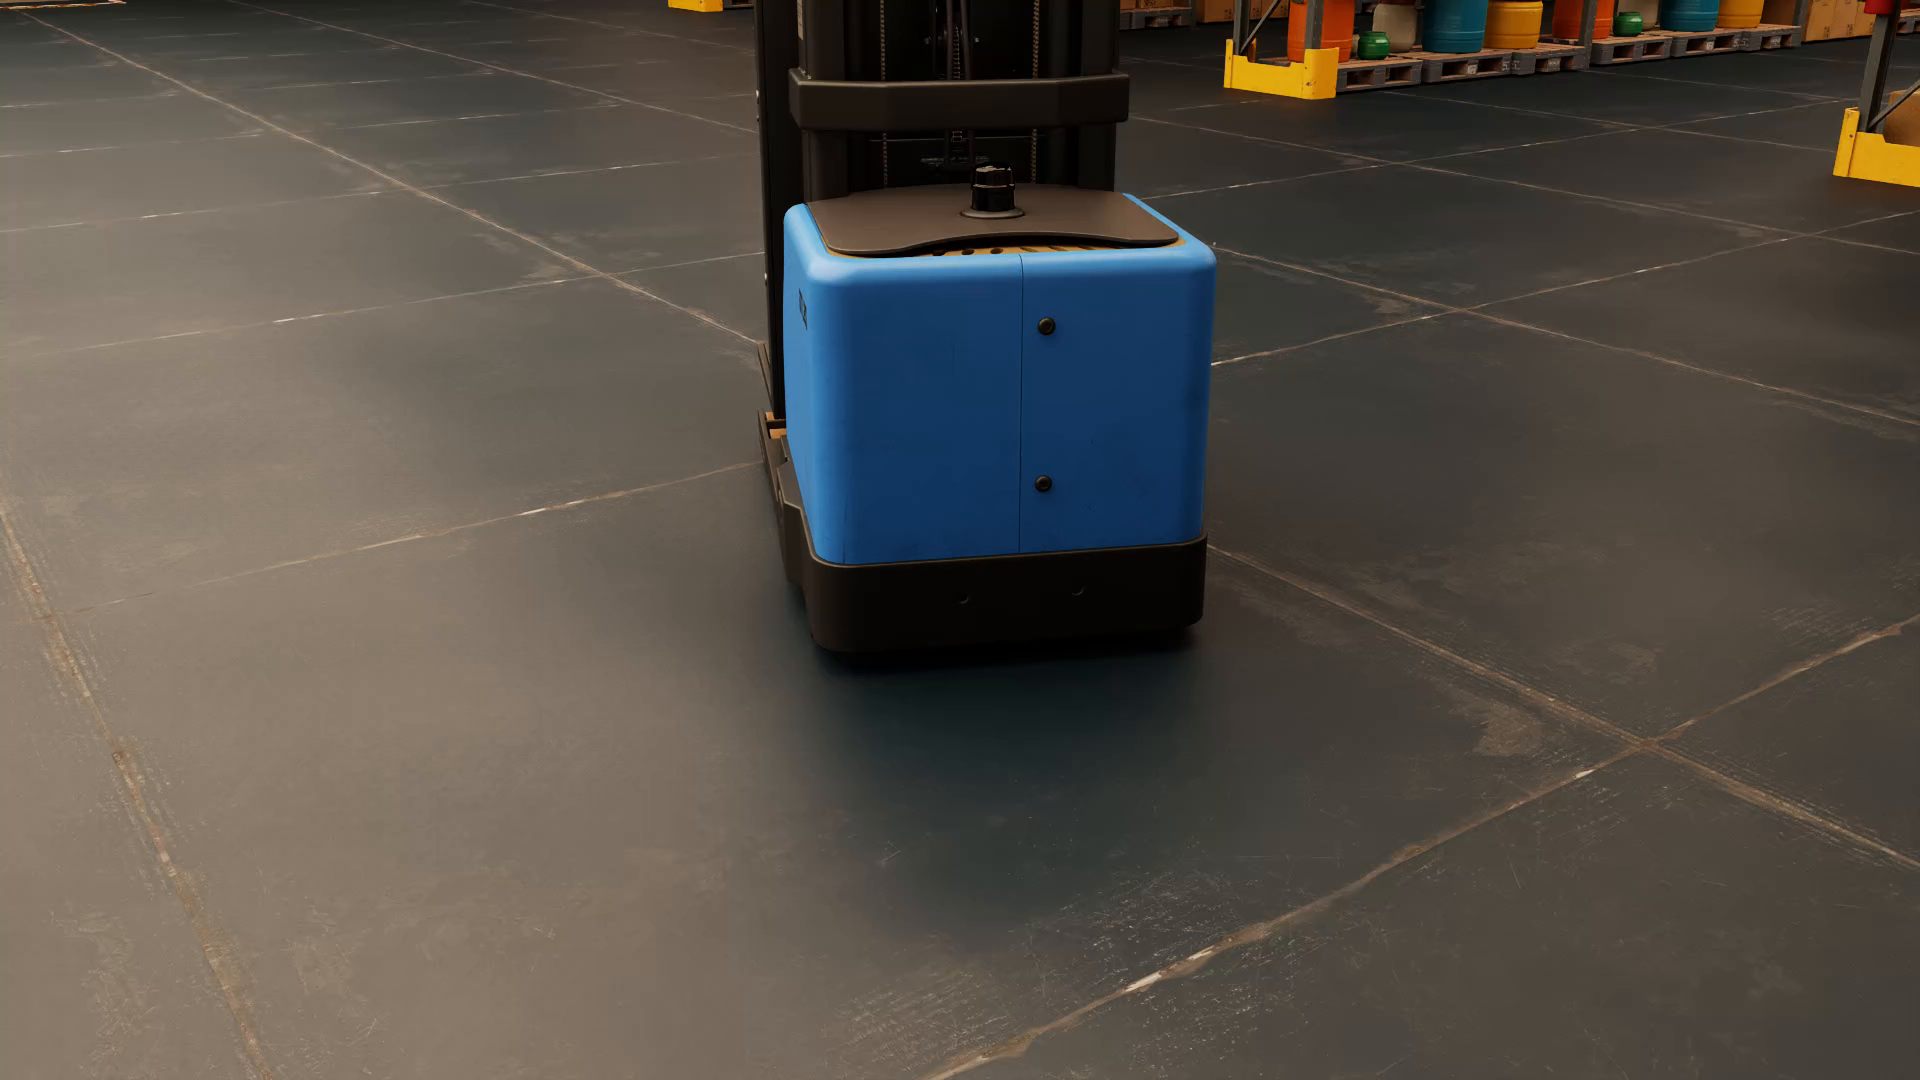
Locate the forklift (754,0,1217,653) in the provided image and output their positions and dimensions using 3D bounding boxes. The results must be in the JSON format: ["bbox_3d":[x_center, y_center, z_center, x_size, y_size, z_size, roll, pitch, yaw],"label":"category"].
[{"bbox_3d":[-0.108,-1.590,5.183,1.130,2.935,3.031,-4,22,-9],"label":"forklift"}]
